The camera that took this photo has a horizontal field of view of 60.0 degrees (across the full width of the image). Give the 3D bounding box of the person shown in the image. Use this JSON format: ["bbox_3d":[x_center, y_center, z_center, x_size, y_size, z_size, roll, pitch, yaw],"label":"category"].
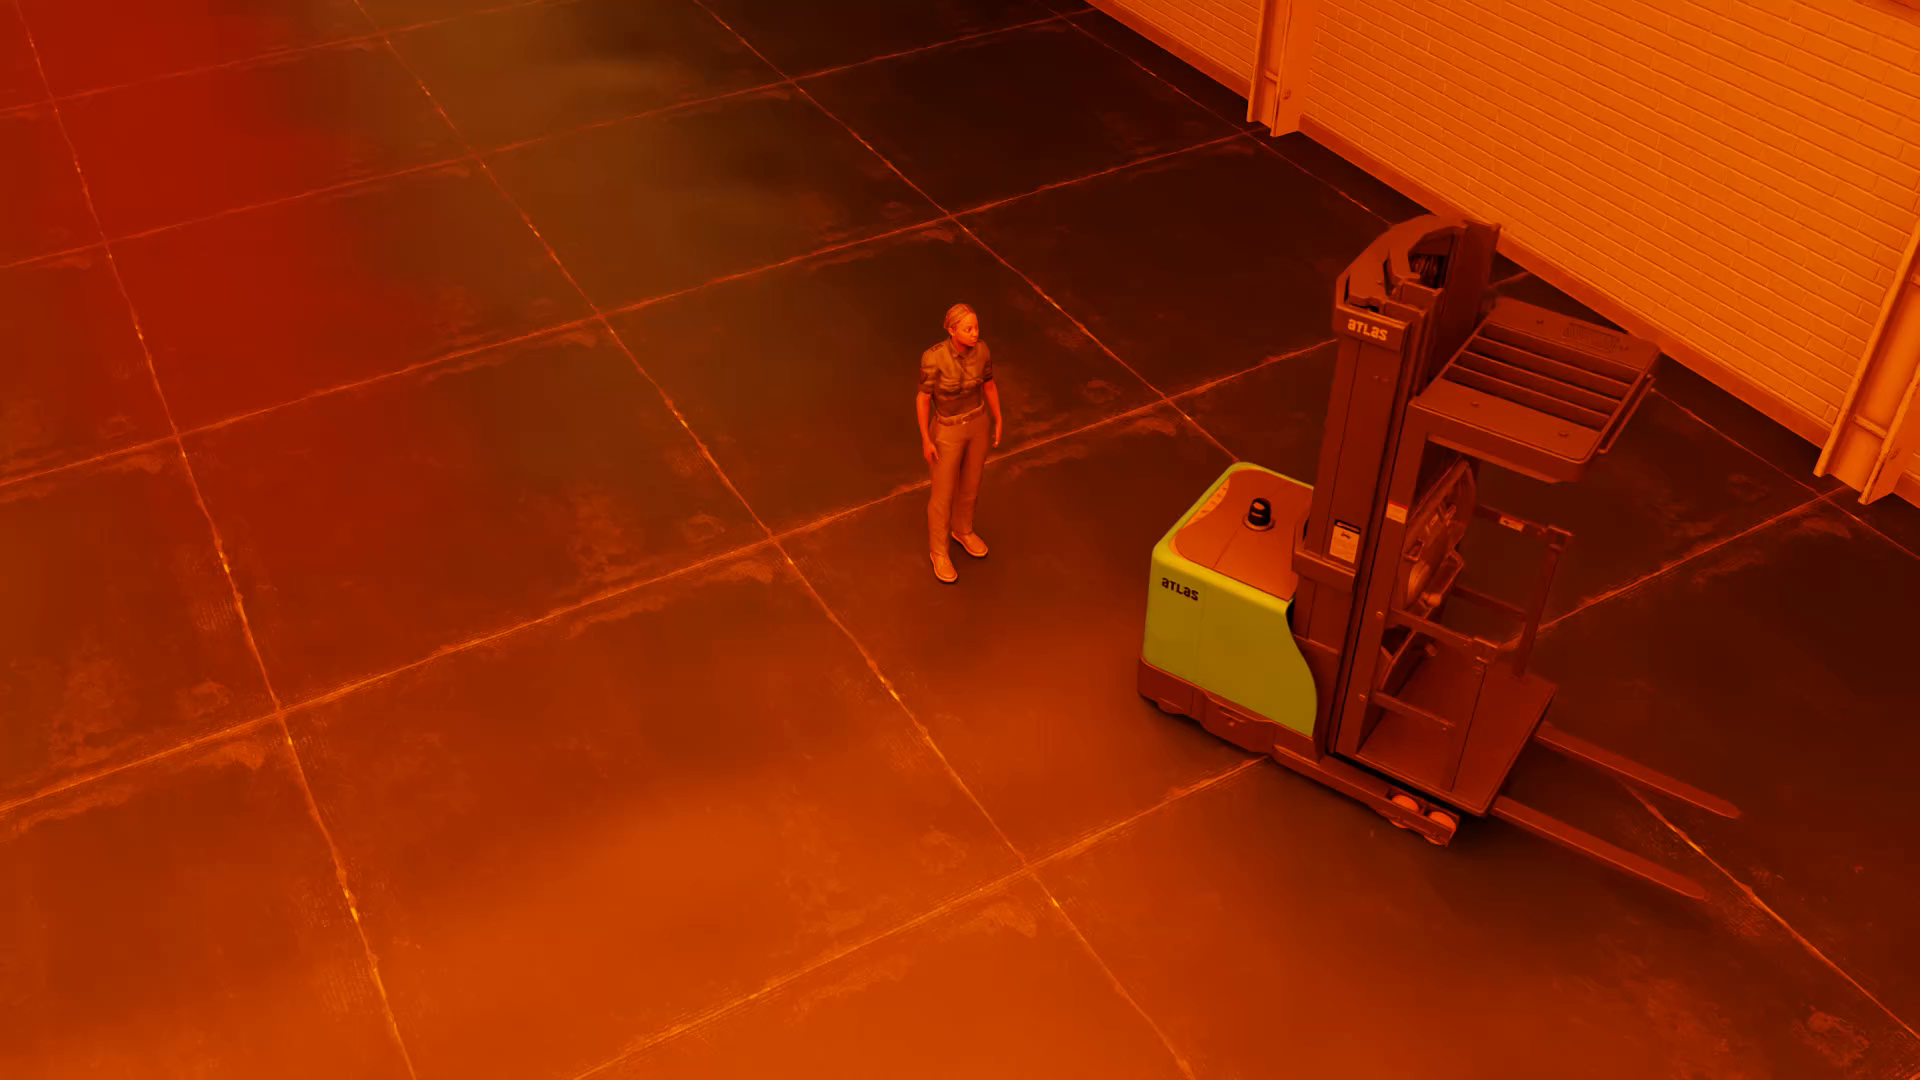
[{"bbox_3d":[0.027,-0.583,9.737,0.570,1.642,0.504,-20,44,-23],"label":"person"}]

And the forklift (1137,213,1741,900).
[{"bbox_3d":[2.484,0.031,7.999,3.031,2.935,1.130,24,45,26],"label":"forklift"}]
